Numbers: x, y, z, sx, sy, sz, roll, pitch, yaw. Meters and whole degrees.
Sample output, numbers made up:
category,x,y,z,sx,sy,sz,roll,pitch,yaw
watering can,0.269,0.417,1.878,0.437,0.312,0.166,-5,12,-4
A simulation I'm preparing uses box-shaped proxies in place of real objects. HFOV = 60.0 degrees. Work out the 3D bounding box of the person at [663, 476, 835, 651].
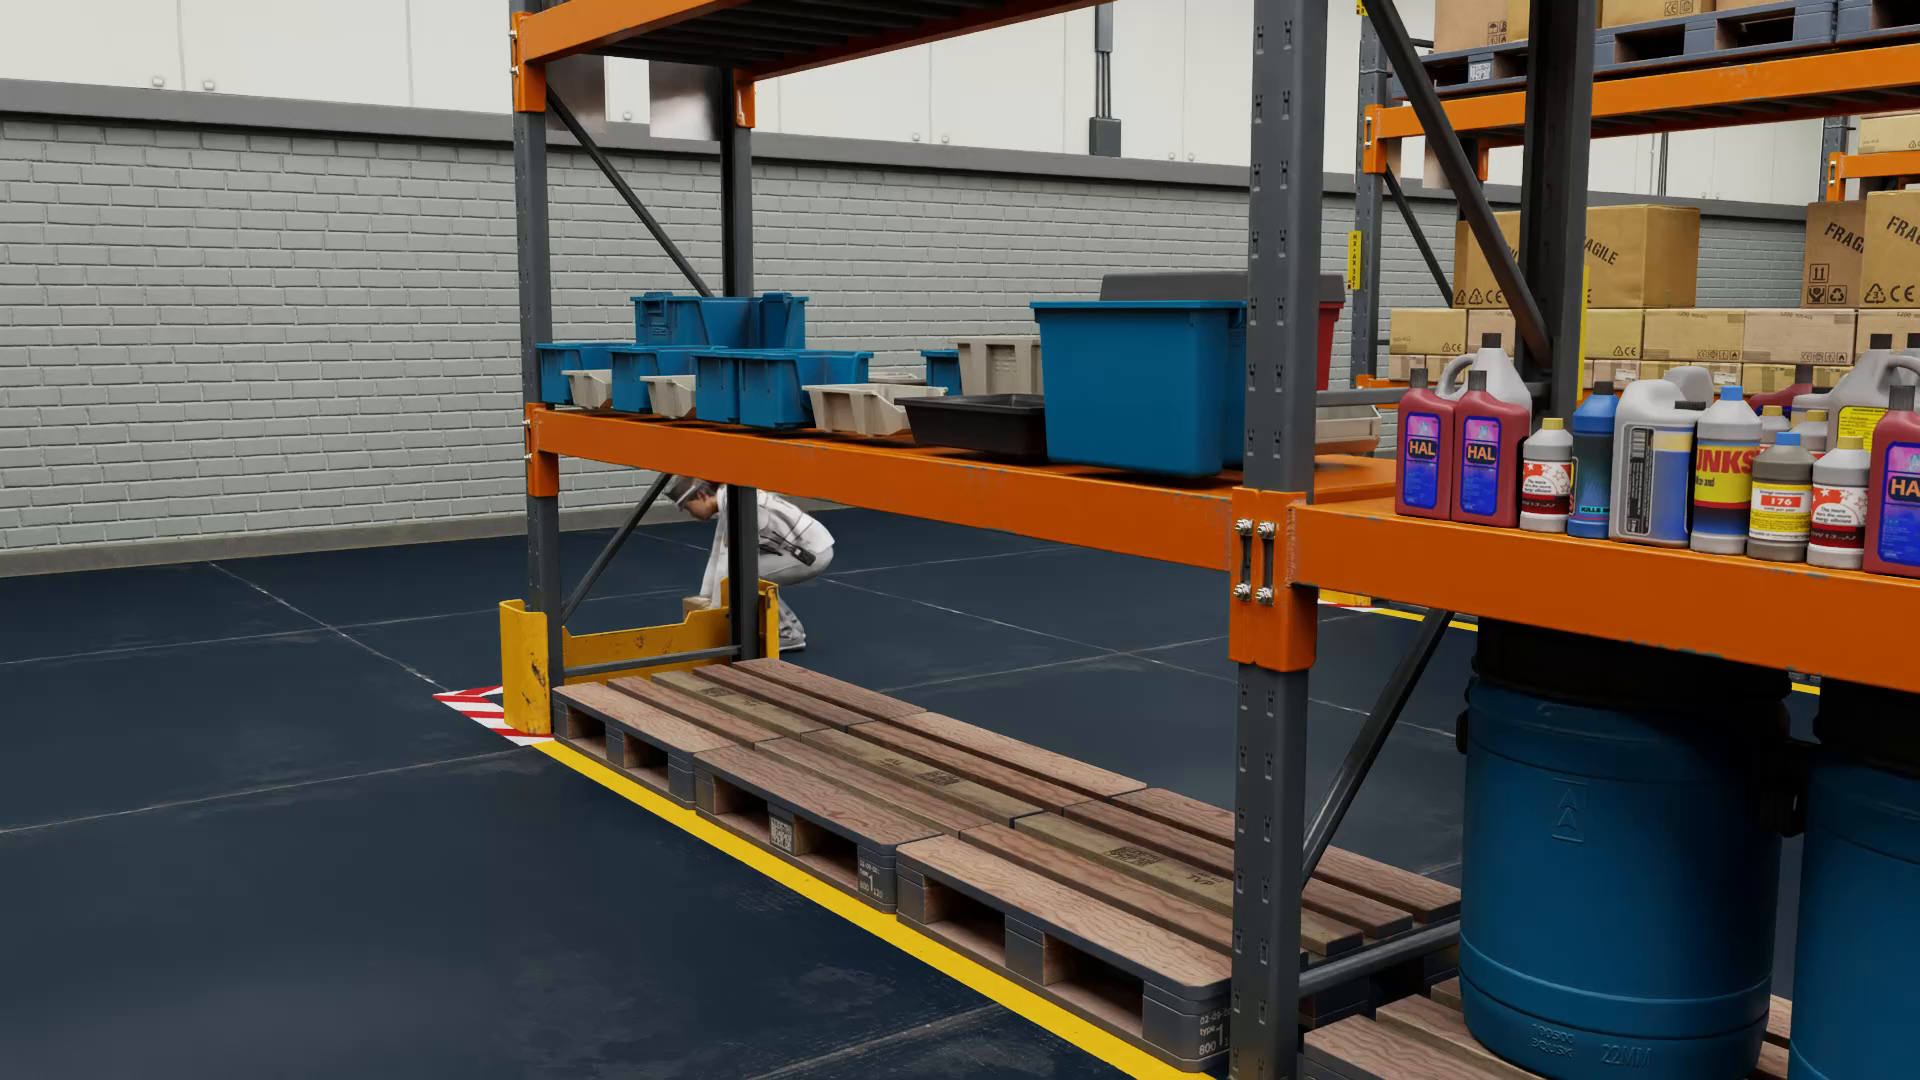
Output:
category,x,y,z,sx,sy,sz,roll,pitch,yaw
person,-1.052,0.082,8.343,0.847,0.951,0.488,-1,8,-6
